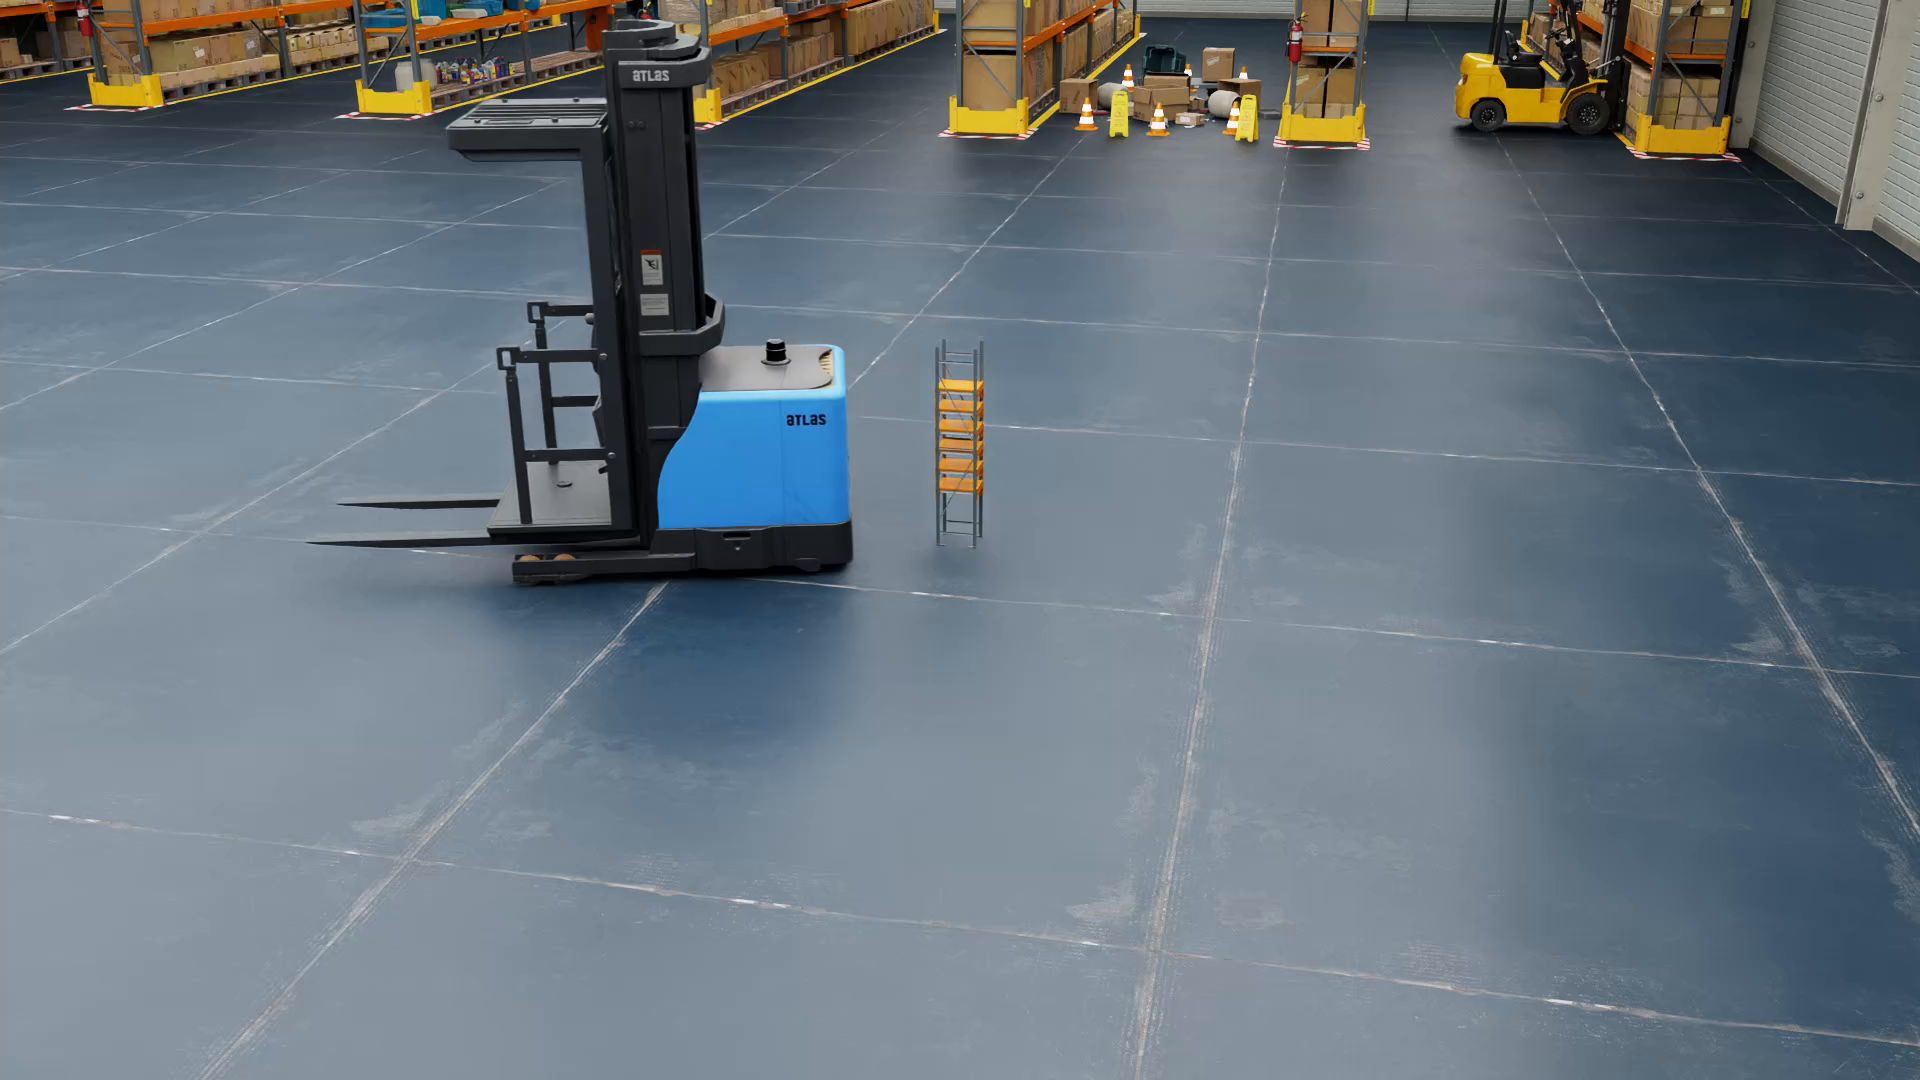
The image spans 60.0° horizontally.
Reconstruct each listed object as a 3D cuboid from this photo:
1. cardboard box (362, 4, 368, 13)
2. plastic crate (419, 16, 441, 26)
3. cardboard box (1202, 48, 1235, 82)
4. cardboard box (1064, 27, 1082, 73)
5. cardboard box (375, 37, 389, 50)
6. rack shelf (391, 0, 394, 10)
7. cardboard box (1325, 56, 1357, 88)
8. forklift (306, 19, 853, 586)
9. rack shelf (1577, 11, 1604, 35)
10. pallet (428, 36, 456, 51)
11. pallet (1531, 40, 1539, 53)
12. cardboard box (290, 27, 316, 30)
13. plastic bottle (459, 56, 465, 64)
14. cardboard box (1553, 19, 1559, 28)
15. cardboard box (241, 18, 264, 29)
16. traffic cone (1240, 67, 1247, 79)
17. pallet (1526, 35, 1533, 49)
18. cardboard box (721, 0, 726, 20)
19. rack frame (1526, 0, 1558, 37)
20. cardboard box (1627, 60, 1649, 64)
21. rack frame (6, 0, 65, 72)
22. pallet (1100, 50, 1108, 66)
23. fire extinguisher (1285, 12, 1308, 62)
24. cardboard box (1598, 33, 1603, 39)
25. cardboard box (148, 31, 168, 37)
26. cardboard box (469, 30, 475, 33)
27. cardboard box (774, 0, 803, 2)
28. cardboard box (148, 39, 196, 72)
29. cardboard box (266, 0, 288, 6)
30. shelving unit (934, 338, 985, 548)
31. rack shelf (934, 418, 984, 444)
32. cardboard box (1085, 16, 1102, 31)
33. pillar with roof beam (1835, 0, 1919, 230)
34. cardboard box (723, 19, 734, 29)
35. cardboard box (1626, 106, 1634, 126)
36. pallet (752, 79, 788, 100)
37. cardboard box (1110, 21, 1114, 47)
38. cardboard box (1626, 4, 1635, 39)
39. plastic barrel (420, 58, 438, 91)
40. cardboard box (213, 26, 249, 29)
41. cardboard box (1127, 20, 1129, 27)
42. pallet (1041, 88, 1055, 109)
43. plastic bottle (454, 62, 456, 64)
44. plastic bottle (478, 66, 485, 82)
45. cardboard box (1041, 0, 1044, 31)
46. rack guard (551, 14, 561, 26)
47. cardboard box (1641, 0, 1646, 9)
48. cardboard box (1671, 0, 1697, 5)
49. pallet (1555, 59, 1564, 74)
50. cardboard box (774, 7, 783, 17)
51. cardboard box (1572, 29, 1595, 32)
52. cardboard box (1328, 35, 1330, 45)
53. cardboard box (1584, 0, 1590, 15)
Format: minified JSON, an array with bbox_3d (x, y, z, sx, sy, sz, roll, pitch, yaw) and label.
[{"bbox_3d":[-15.721,-13.782,42.843,0.700,0.500,0.500,4,22,11],"label":"cardboard box"},{"bbox_3d":[-8.745,-8.584,27.505,0.298,0.136,0.250,4,22,11],"label":"plastic crate"},{"bbox_3d":[4.376,-8.050,28.158,0.500,0.500,0.500,4,22,11],"label":"cardboard box"},{"bbox_3d":[1.687,-9.152,31.012,1.050,0.750,0.750,5,22,12],"label":"cardboard box"},{"bbox_3d":[-12.327,-10.417,34.821,0.500,0.250,0.500,5,22,12],"label":"cardboard box"},{"bbox_3d":[-12.050,-12.106,36.860,1.077,0.370,4.000,4,22,11],"label":"rack shelf"},{"bbox_3d":[6.061,-7.391,26.304,0.500,0.500,0.500,6,23,14],"label":"cardboard box"},{"bbox_3d":[-2.152,-1.311,9.185,3.031,2.935,1.130,-2,22,-4],"label":"forklift"},{"bbox_3d":[11.392,-8.754,28.538,1.077,0.370,4.000,4,22,11],"label":"rack shelf"},{"bbox_3d":[-12.018,-11.130,37.206,1.003,0.211,1.213,4,22,11],"label":"pallet"},{"bbox_3d":[13.005,-10.687,36.107,1.003,0.211,1.213,4,22,11],"label":"pallet"},{"bbox_3d":[-13.162,-10.151,33.412,0.500,0.311,0.500,4,22,10],"label":"cardboard box"},{"bbox_3d":[-8.997,-8.578,30.095,0.144,0.351,0.185,5,22,12],"label":"plastic bottle"},{"bbox_3d":[12.283,-10.507,33.844,0.380,0.149,0.250,6,23,13],"label":"cardboard box"},{"bbox_3d":[-16.676,-12.172,38.377,0.750,0.750,0.750,5,23,13],"label":"cardboard box"},{"bbox_3d":[5.007,-8.117,29.388,0.336,0.463,0.334,4,22,11],"label":"traffic cone"},{"bbox_3d":[13.256,-11.132,37.212,1.003,0.211,1.213,4,22,11],"label":"pallet"},{"bbox_3d":[-4.270,-8.601,26.663,0.875,0.500,0.500,4,22,11],"label":"cardboard box"},{"bbox_3d":[13.433,-12.745,37.484,1.000,3.000,0.127,4,22,11],"label":"rack frame"},{"bbox_3d":[10.374,-7.217,25.539,0.500,0.250,0.500,5,23,13],"label":"cardboard box"},{"bbox_3d":[-18.125,-10.622,32.212,1.000,3.000,0.127,4,22,11],"label":"rack frame"},{"bbox_3d":[2.486,-9.974,34.335,1.003,0.211,1.213,4,22,11],"label":"pallet"},{"bbox_3d":[4.834,-7.228,23.889,0.296,0.674,0.183,4,22,11],"label":"fire extinguisher"},{"bbox_3d":[12.265,-9.515,31.378,0.380,0.149,0.250,5,22,12],"label":"cardboard box"},{"bbox_3d":[-17.404,-10.862,35.565,0.700,0.500,0.500,5,22,12],"label":"cardboard box"},{"bbox_3d":[-11.462,-12.013,38.424,0.500,0.500,0.500,4,22,11],"label":"cardboard box"},{"bbox_3d":[-3.278,-10.242,29.903,1.000,1.000,1.000,5,22,11],"label":"cardboard box"},{"bbox_3d":[-13.663,-8.412,28.839,0.500,0.500,0.500,4,22,11],"label":"cardboard box"},{"bbox_3d":[-13.217,-10.359,31.761,0.500,0.250,0.500,6,23,14],"label":"cardboard box"},{"bbox_3d":[-0.003,-0.551,9.616,0.258,1.200,0.189,4,22,11],"label":"shelving unit"},{"bbox_3d":[-0.003,-0.621,9.588,0.258,0.103,0.180,4,22,11],"label":"rack shelf"},{"bbox_3d":[2.555,-10.339,33.290,0.500,0.250,0.500,4,22,10],"label":"cardboard box"},{"bbox_3d":[5.754,-7.996,17.662,9.100,9.000,0.400,4,22,11],"label":"pillar with roof beam"},{"bbox_3d":[-3.878,-8.360,26.931,0.380,0.149,0.250,4,22,11],"label":"cardboard box"},{"bbox_3d":[10.065,-6.190,24.326,0.500,0.250,0.500,4,22,11],"label":"cardboard box"},{"bbox_3d":[-3.680,-7.947,29.303,1.003,0.211,1.213,4,22,11],"label":"pallet"},{"bbox_3d":[2.986,-10.745,35.302,0.500,0.500,0.500,4,22,10],"label":"cardboard box"},{"bbox_3d":[10.446,-7.883,25.279,0.500,0.500,0.500,4,22,10],"label":"cardboard box"},{"bbox_3d":[-9.080,-7.874,28.158,0.421,0.512,0.421,0,22,0],"label":"plastic barrel"},{"bbox_3d":[-13.675,-9.367,31.211,0.500,0.500,0.500,4,22,11],"label":"cardboard box"},{"bbox_3d":[3.681,-11.877,38.186,0.380,0.149,0.250,5,22,12],"label":"cardboard box"},{"bbox_3d":[1.026,-7.508,28.214,1.003,0.211,1.213,4,22,11],"label":"pallet"},{"bbox_3d":[-9.029,-8.416,29.797,0.097,0.271,0.097,0,22,0],"label":"plastic bottle"},{"bbox_3d":[-8.435,-8.217,29.305,0.097,0.271,0.097,0,22,0],"label":"plastic bottle"},{"bbox_3d":[0.869,-8.415,26.531,0.875,0.550,0.500,4,22,11],"label":"cardboard box"},{"bbox_3d":[-10.841,-13.447,42.572,1.175,0.500,0.348,4,22,11],"label":"rack guard"},{"bbox_3d":[10.202,-7.860,24.352,0.380,0.149,0.250,5,22,11],"label":"cardboard box"},{"bbox_3d":[10.035,-7.526,23.124,0.380,0.149,0.250,5,22,11],"label":"cardboard box"},{"bbox_3d":[12.241,-9.241,32.516,1.003,0.211,1.213,4,22,11],"label":"pallet"},{"bbox_3d":[-3.333,-9.271,29.195,0.380,0.149,0.250,4,22,11],"label":"cardboard box"},{"bbox_3d":[11.874,-9.644,31.699,0.380,0.149,0.250,5,22,12],"label":"cardboard box"},{"bbox_3d":[5.618,-7.356,24.439,0.380,0.149,0.250,5,22,12],"label":"cardboard box"},{"bbox_3d":[11.363,-9.422,29.435,0.500,0.250,0.500,4,22,10],"label":"cardboard box"}]
